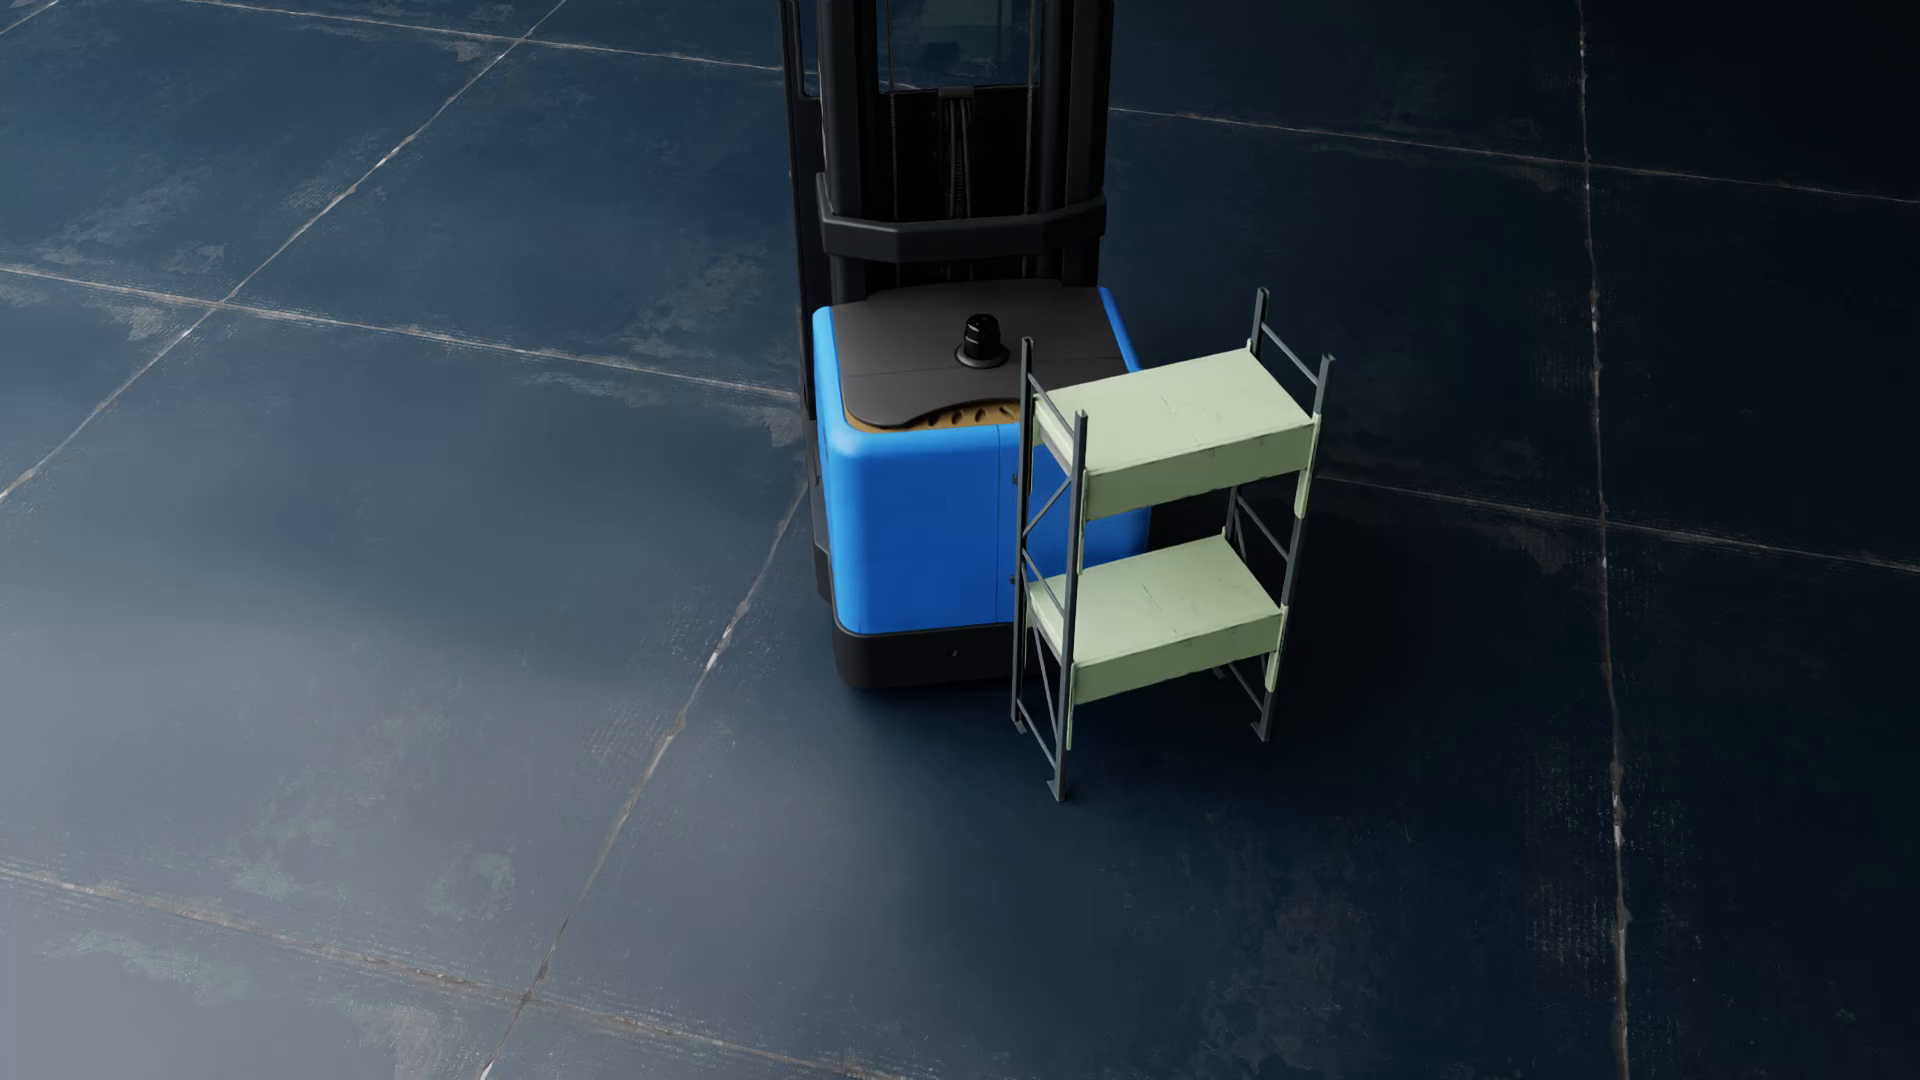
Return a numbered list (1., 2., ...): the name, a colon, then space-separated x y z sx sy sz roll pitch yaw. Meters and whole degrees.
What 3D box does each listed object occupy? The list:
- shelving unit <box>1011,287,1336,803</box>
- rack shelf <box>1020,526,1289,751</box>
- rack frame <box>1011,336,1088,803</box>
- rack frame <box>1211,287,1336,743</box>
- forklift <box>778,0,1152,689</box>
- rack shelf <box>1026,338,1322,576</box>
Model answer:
1. shelving unit: 0.593 0.051 5.022 0.755 1.500 0.431 -14 42 -16
2. rack shelf: 0.593 0.301 5.232 0.720 0.370 0.431 -14 42 -16
3. rack frame: 0.251 0.135 4.923 0.023 1.500 0.400 -14 42 -16
4. rack frame: 0.936 -0.032 5.121 0.023 1.500 0.400 -14 42 -16
5. forklift: -0.075 -1.570 5.840 1.130 2.935 3.031 -5 40 -6
6. rack shelf: 0.594 -0.247 4.770 0.720 0.370 0.431 -14 42 -16
